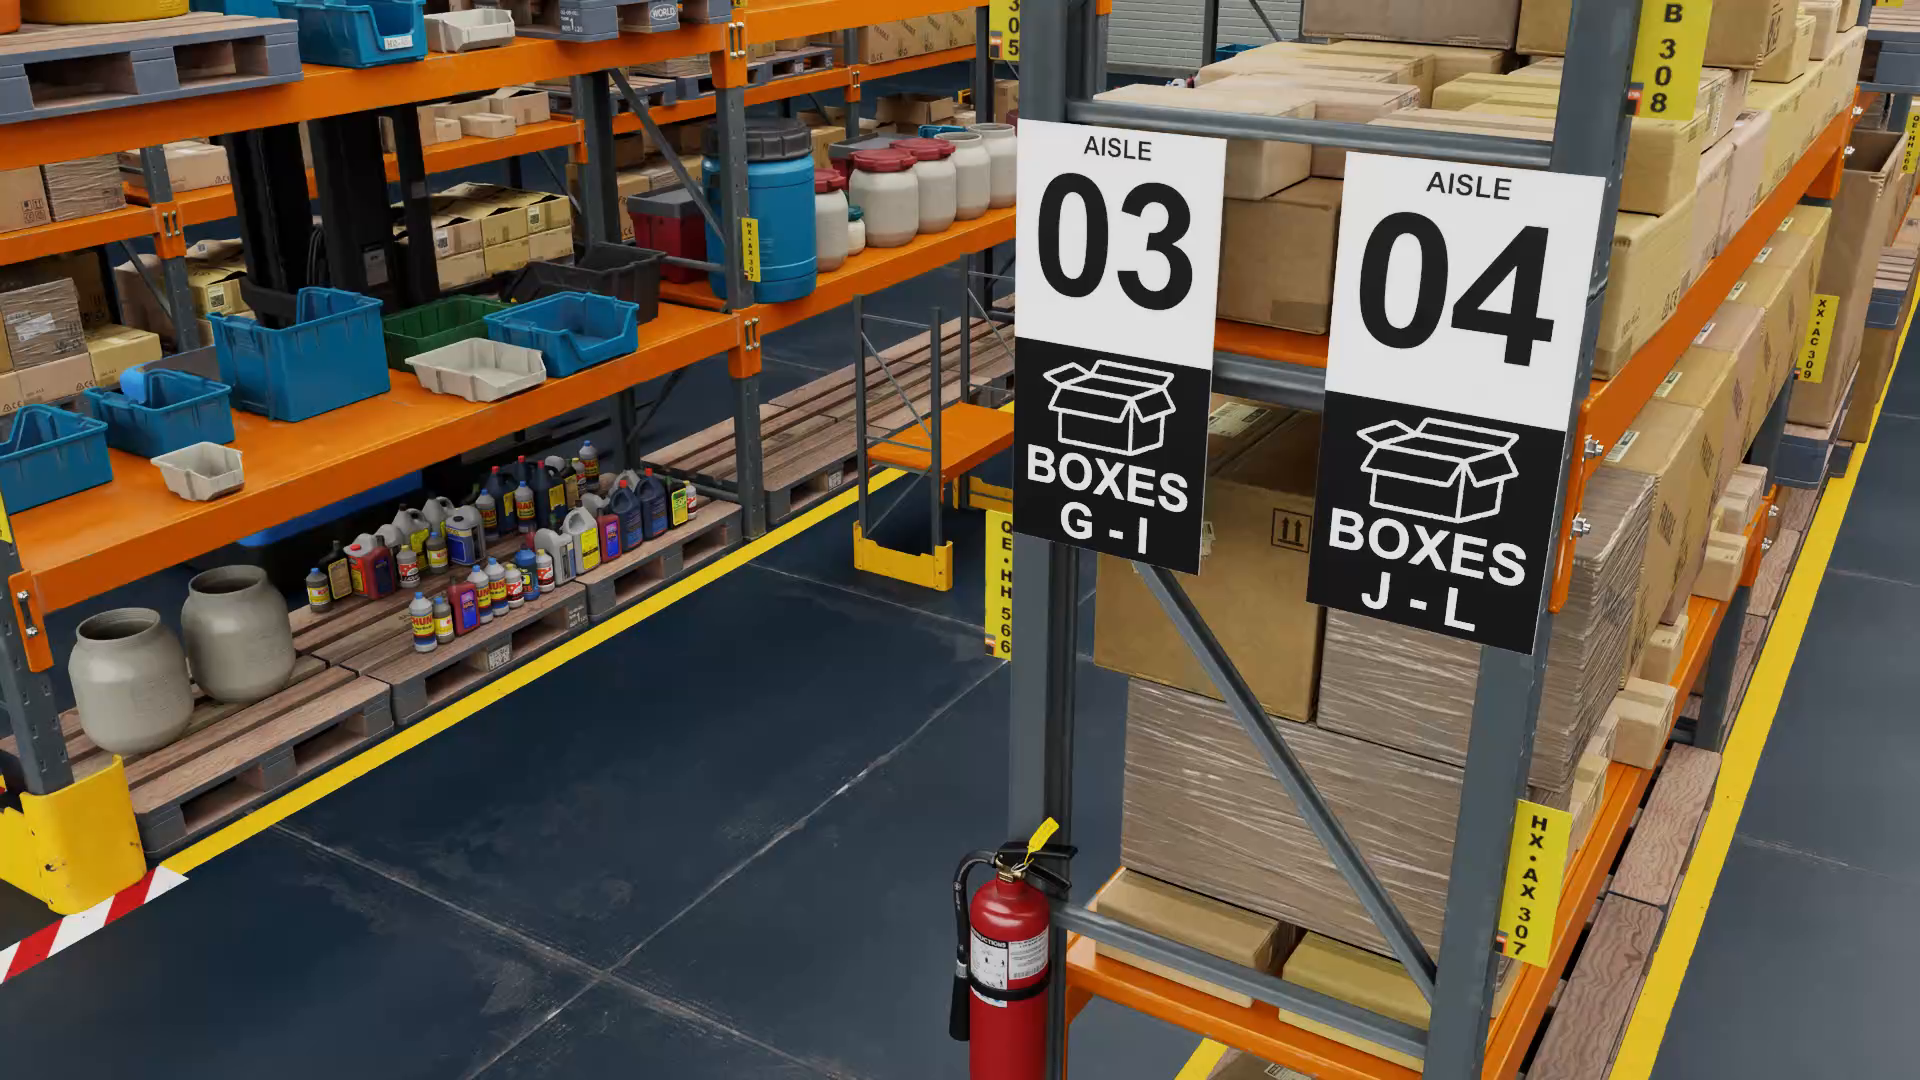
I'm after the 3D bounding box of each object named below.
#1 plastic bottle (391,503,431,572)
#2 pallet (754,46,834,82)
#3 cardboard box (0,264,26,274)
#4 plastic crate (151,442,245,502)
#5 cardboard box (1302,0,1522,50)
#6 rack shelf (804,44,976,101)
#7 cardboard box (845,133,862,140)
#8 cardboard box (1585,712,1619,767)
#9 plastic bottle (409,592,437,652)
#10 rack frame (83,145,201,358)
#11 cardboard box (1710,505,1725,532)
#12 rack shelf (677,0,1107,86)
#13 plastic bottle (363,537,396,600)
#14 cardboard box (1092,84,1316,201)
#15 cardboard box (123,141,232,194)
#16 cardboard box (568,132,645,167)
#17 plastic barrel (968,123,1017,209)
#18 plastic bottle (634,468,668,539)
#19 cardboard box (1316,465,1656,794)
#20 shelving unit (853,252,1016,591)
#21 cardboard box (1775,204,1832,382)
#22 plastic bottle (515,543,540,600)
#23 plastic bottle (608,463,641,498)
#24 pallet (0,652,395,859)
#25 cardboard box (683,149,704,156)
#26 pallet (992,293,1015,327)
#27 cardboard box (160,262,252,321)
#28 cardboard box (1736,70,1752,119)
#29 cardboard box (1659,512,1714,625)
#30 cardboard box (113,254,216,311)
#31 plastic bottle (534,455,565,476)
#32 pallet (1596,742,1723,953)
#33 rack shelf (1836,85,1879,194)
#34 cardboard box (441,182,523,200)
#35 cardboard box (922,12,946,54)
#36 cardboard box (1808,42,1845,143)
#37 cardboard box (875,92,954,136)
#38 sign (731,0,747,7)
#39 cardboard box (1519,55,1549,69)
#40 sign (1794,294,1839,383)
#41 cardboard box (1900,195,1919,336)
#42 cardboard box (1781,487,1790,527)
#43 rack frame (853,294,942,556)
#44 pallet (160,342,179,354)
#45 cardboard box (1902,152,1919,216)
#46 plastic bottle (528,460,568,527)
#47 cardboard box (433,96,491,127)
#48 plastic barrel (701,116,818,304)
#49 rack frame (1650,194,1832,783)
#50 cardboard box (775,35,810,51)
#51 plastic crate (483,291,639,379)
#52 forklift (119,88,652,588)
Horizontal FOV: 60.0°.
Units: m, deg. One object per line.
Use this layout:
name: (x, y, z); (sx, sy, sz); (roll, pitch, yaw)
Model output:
plastic bottle: (-2.741, -0.021, 8.303); (0.144, 0.351, 0.185); (15, 28, 31)
pallet: (-2.041, -4.895, 17.022); (1.003, 0.211, 1.213); (14, 27, 29)
cardboard box: (-6.515, -1.543, 11.027); (0.500, 0.500, 0.500); (14, 27, 29)
plastic crate: (-2.905, -0.254, 6.392); (0.298, 0.136, 0.250); (14, 27, 29)
cardboard box: (1.160, -1.467, 3.957); (0.500, 0.500, 0.500); (14, 27, 29)
rack shelf: (-0.472, -5.574, 19.257); (1.077, 0.370, 4.000); (14, 27, 29)
cardboard box: (-1.122, -4.294, 18.224); (0.500, 0.311, 0.500); (14, 27, 29)
cardboard box: (1.564, 0.544, 4.535); (0.380, 0.149, 0.250); (14, 27, 29)
plastic bottle: (-2.430, 0.363, 7.515); (0.097, 0.271, 0.097); (0, 23, 0)
rack frame: (-5.747, -2.529, 11.317); (1.000, 3.000, 0.127); (14, 27, 29)
cardboard box: (2.481, -0.049, 5.903); (0.380, 0.149, 0.250); (14, 27, 29)
rack shelf: (-0.486, -3.212, 10.023); (1.077, 0.370, 4.000); (14, 27, 29)
plastic bottle: (-2.807, 0.136, 8.026); (0.061, 0.283, 0.133); (14, 27, 29)
cardboard box: (0.438, -0.752, 3.123); (0.380, 0.149, 0.250); (14, 27, 29)
cardboard box: (-5.524, -2.636, 11.752); (0.500, 0.250, 0.500); (16, 28, 32)
cardboard box: (-3.317, -3.663, 15.585); (0.500, 0.250, 0.500); (15, 28, 31)
plastic barrel: (0.208, -2.500, 11.107); (0.421, 0.512, 0.421); (0, 23, 0)
plastic bottle: (-1.636, -0.199, 8.714); (0.144, 0.351, 0.185); (13, 27, 28)
cardboard box: (1.079, 0.128, 3.420); (0.500, 0.500, 0.500); (14, 27, 29)
shelving unit: (-0.040, -0.663, 8.893); (0.587, 1.500, 1.083); (14, 27, 29)
cardboard box: (2.664, -0.884, 5.757); (0.500, 0.500, 0.500); (14, 27, 29)
plastic bottle: (-2.089, 0.146, 8.018); (0.097, 0.271, 0.097); (0, 23, 0)
plastic bottle: (-1.758, -0.229, 8.784); (0.144, 0.351, 0.185); (14, 27, 29)
pallet: (-3.217, 0.831, 7.065); (1.003, 0.211, 1.213); (14, 27, 29)
cardboard box: (-2.343, -3.551, 16.270); (0.500, 0.500, 0.500); (13, 27, 27)
pallet: (0.950, -1.835, 13.224); (1.003, 0.211, 1.213); (14, 27, 29)
cardboard box: (-5.317, -1.805, 11.870); (0.500, 0.311, 0.500); (14, 27, 29)
cardboard box: (1.614, -1.069, 3.855); (0.380, 0.149, 0.250); (13, 26, 27)
cardboard box: (1.905, -0.144, 5.308); (0.875, 0.500, 0.500); (14, 27, 29)
cardboard box: (-5.777, -1.914, 12.123); (0.500, 0.311, 0.500); (14, 27, 29)
plastic bottle: (-2.228, -0.312, 9.069); (0.152, 0.276, 0.135); (15, 28, 31)
pallet: (2.343, 1.062, 6.532); (1.003, 0.211, 1.213); (14, 27, 29)
rack shelf: (3.722, -2.174, 7.625); (1.077, 0.370, 4.000); (14, 27, 29)
cardboard box: (-4.163, -2.953, 14.521); (0.500, 0.311, 0.500); (15, 28, 31)
cardboard box: (-0.493, -5.732, 18.590); (0.500, 0.500, 0.500); (14, 27, 29)
cardboard box: (2.364, -1.377, 5.069); (0.500, 0.250, 0.500); (15, 27, 30)
cardboard box: (-0.540, -4.921, 19.430); (0.797, 0.503, 0.637); (14, 27, 29)
sign: (-1.079, -2.752, 8.044); (0.100, 0.325, 0.005); (14, 27, 29)
cardboard box: (1.315, -1.272, 4.325); (0.380, 0.149, 0.250); (12, 26, 26)
sign: (3.132, -0.738, 6.090); (0.100, 0.325, 0.005); (14, 27, 29)
cardboard box: (6.566, -2.150, 12.586); (1.225, 0.875, 0.875); (14, 27, 29)
cardboard box: (4.159, -0.437, 9.076); (0.700, 0.500, 0.500); (11, 26, 25)
rack frame: (-0.313, -0.488, 8.489); (0.500, 1.500, 0.032); (14, 27, 29)
pallet: (-5.391, -1.507, 12.464); (1.003, 0.211, 1.213); (14, 27, 29)
cardboard box: (6.067, -2.472, 11.058); (0.500, 0.500, 0.500); (14, 27, 29)
plastic bottle: (-2.197, -0.261, 8.857); (0.144, 0.351, 0.185); (14, 27, 29)
cardboard box: (-4.273, -3.577, 13.850); (0.500, 0.311, 0.500); (14, 27, 28)
plastic barrel: (-1.080, -1.787, 8.971); (0.600, 0.901, 0.708); (14, 27, 29)
rack frame: (2.667, -0.452, 6.519); (1.000, 3.000, 0.127); (14, 27, 29)
cardboard box: (-1.967, -5.355, 17.190); (0.700, 0.500, 0.500); (5, 24, 11)
plastic crate: (-1.894, -0.991, 7.952); (0.499, 0.251, 0.616); (14, 27, 29)
forklift: (-3.119, -1.618, 9.298); (1.130, 2.935, 3.031); (15, 28, 31)
